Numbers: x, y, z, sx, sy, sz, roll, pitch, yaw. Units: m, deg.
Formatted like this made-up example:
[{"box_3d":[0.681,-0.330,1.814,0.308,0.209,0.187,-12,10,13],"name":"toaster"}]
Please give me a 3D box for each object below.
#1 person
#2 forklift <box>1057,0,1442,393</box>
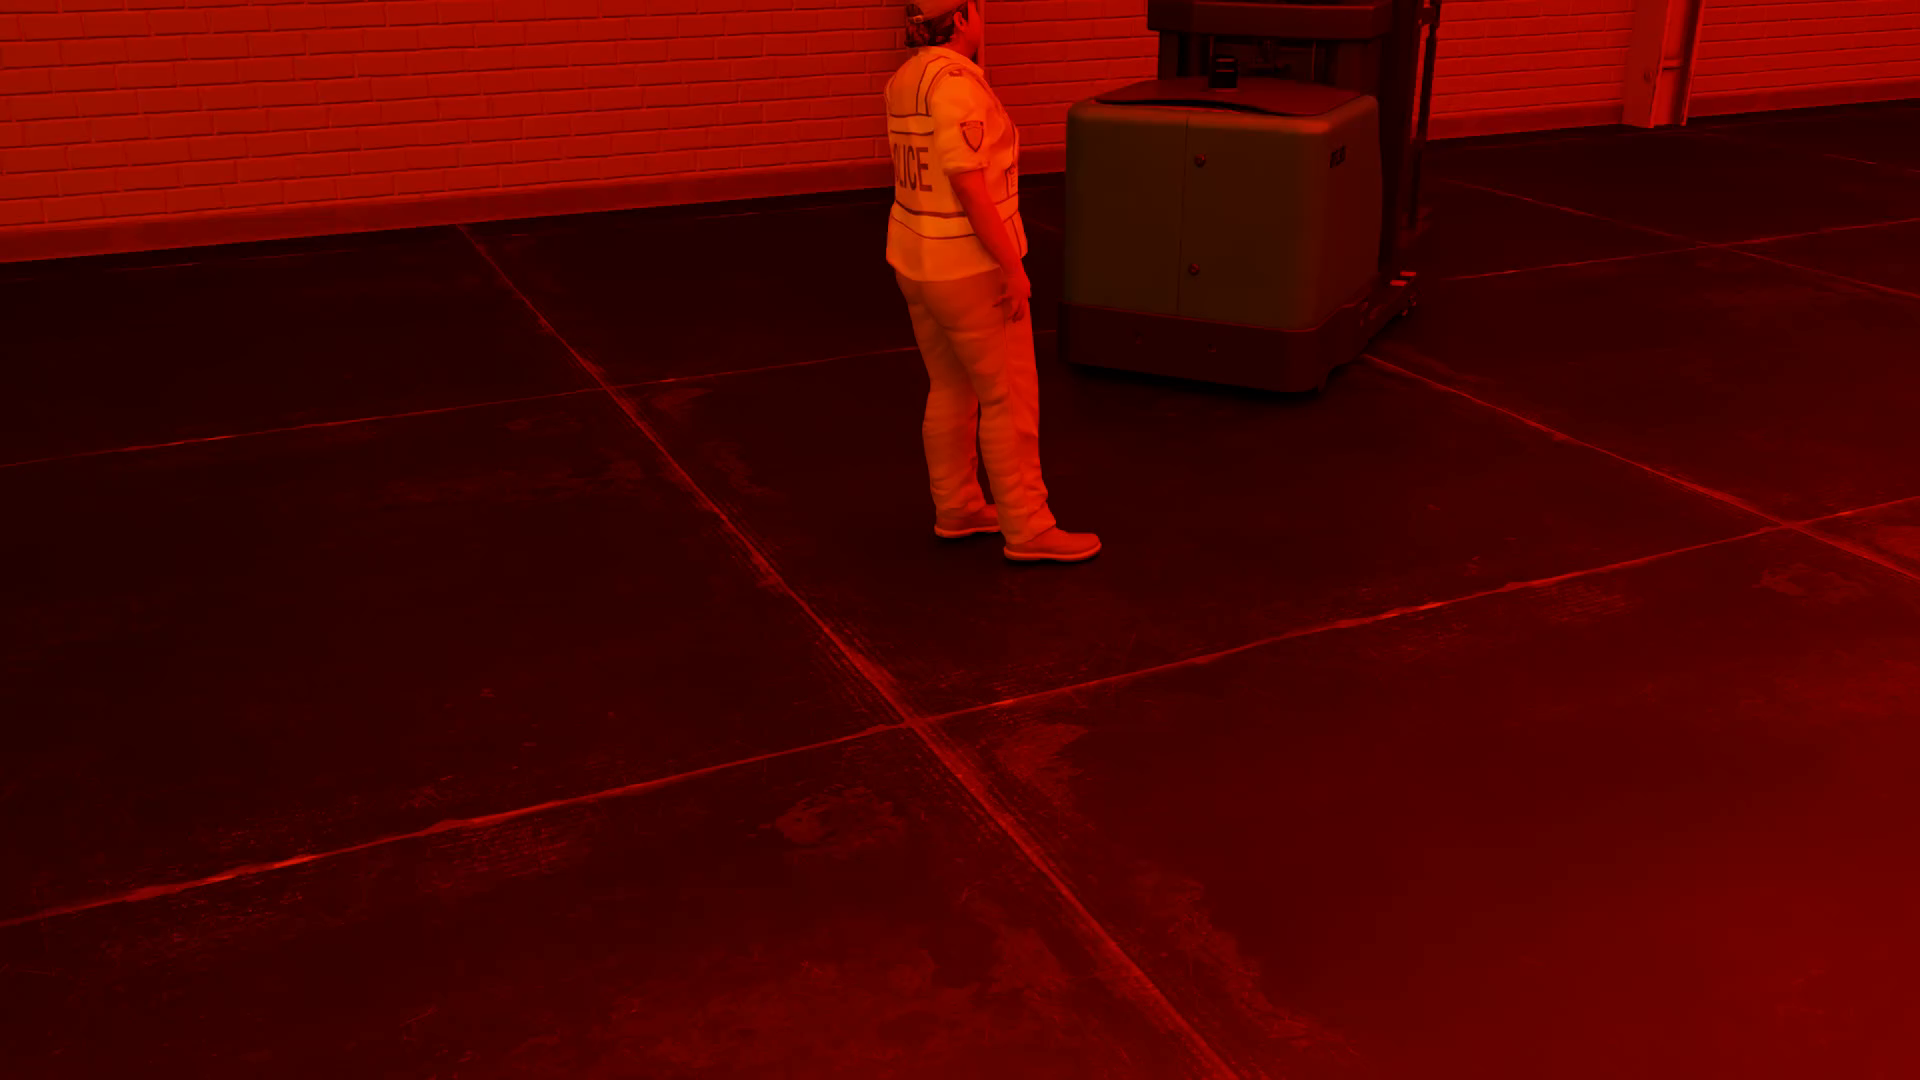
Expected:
[{"box_3d":[0.079,-0.782,4.795,0.529,1.670,0.598,-10,25,-23],"name":"person"},{"box_3d":[1.503,-2.436,7.150,1.130,2.935,3.031,11,25,24],"name":"forklift"}]
